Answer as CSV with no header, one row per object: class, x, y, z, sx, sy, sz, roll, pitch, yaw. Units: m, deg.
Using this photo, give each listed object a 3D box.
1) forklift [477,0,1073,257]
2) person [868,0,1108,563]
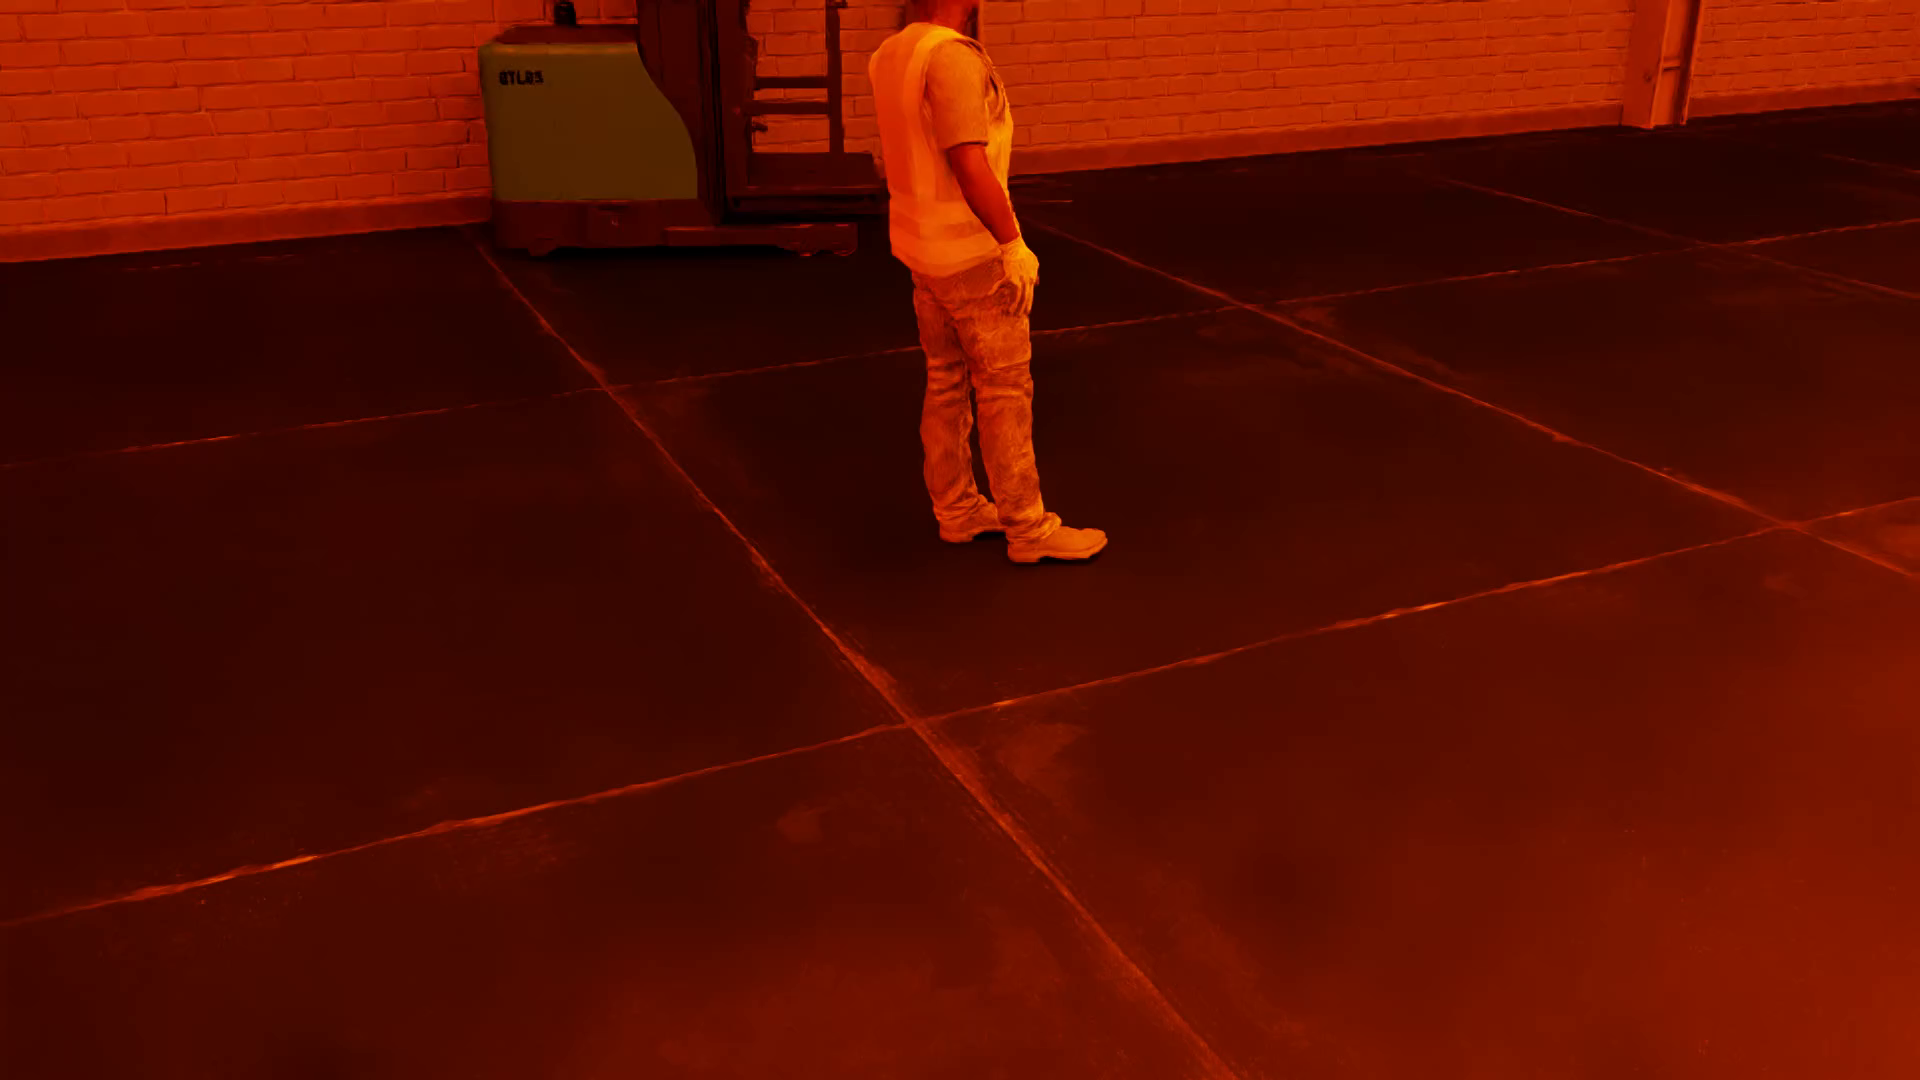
forklift,-0.934,-3.031,8.582,3.031,2.935,1.130,-2,23,-5
person,0.069,-0.839,4.784,0.576,1.782,0.655,-10,25,-23
